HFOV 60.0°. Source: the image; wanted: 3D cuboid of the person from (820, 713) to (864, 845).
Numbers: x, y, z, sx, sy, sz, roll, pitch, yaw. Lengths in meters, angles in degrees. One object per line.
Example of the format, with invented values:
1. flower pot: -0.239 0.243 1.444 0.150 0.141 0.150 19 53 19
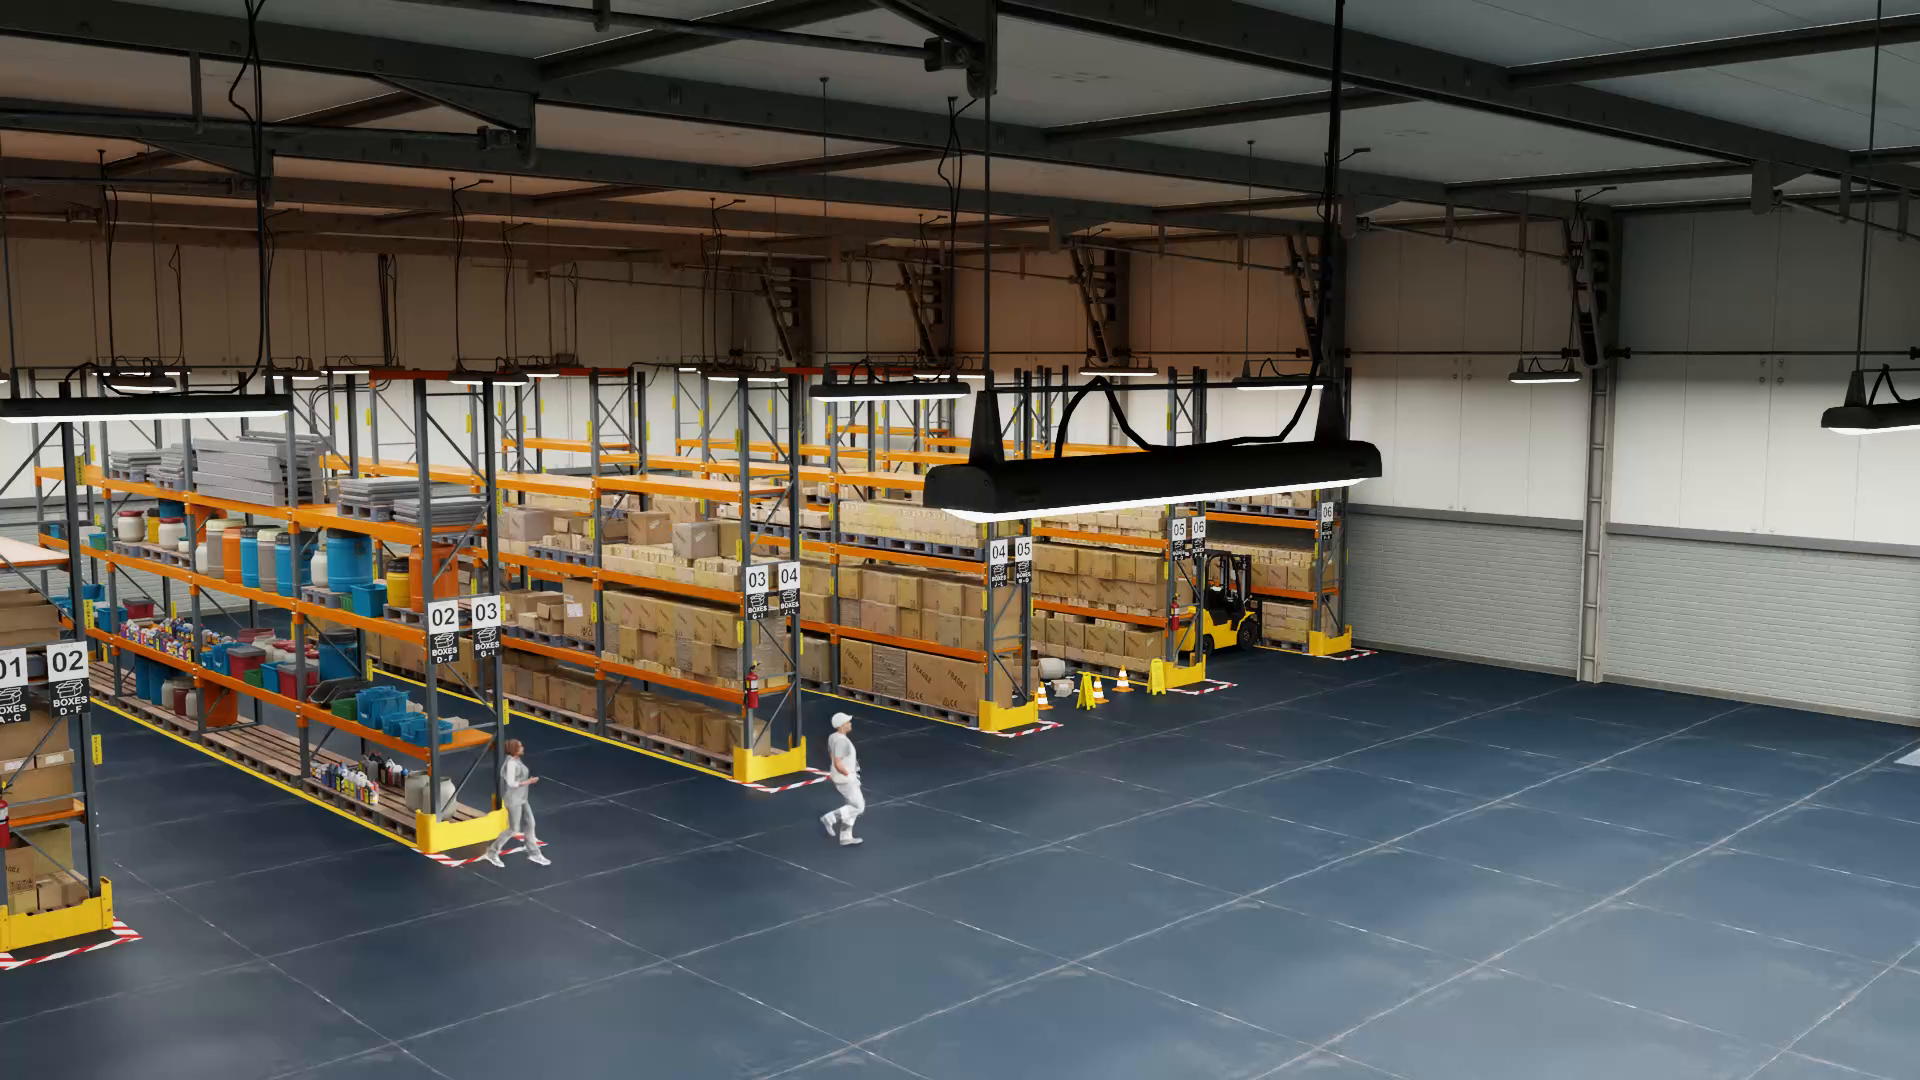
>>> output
1. person: -1.528 3.068 21.368 0.592 1.732 0.672 -2 7 -15

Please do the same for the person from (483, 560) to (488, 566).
1. person: -10.774 1.281 37.501 0.714 1.672 0.557 -5 8 -40

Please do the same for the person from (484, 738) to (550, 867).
1. person: -5.442 3.229 20.359 0.767 1.620 0.542 -1 6 -7
